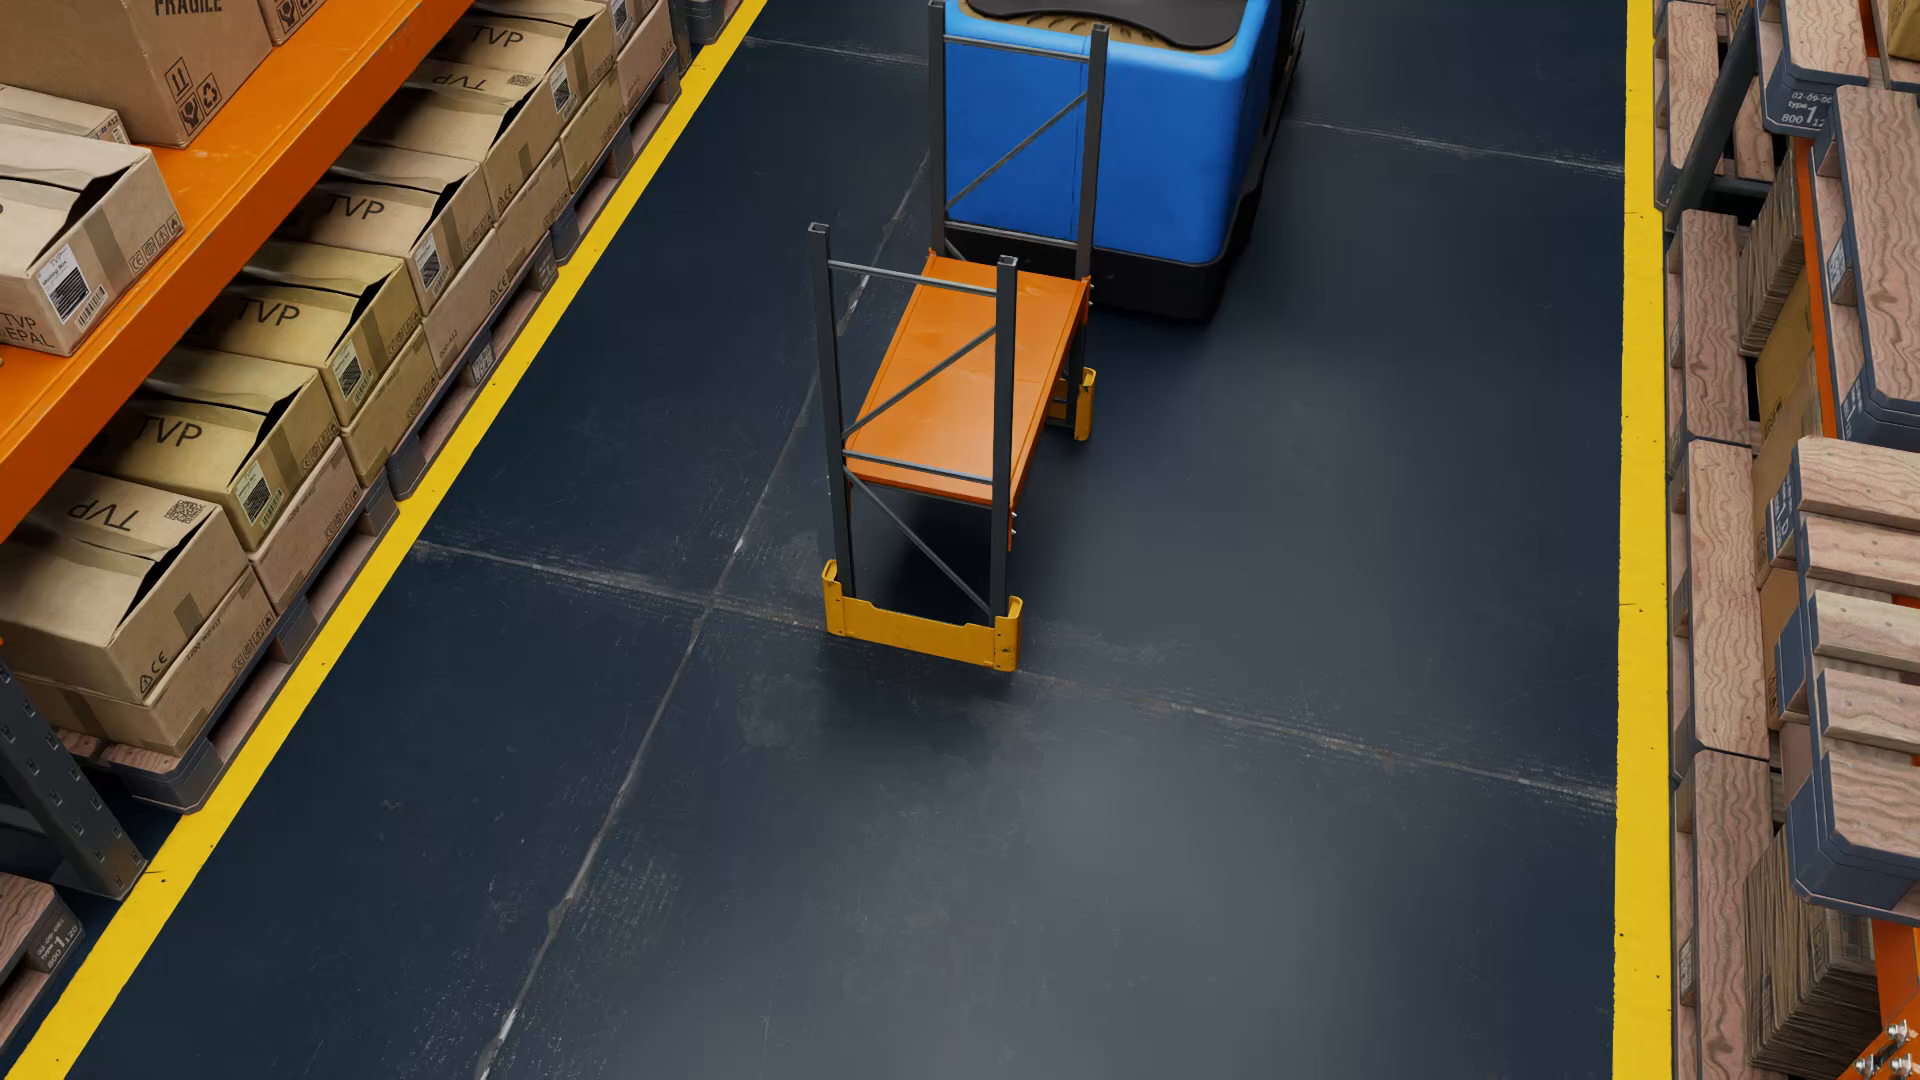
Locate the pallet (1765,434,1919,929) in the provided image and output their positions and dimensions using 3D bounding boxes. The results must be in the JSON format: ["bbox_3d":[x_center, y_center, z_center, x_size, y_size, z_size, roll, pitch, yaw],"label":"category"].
[{"bbox_3d":[2.184,0.327,3.088,1.213,0.211,1.003,12,50,10],"label":"pallet"}]

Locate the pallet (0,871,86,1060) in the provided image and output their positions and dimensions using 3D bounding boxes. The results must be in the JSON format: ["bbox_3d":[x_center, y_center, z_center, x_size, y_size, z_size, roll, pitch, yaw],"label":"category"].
[{"bbox_3d":[-2.914,1.281,3.979,1.003,0.211,1.213,12,50,10],"label":"pallet"}]

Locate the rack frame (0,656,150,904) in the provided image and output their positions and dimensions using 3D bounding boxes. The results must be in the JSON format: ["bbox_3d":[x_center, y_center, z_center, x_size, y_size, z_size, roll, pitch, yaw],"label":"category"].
[{"bbox_3d":[-2.681,-0.174,3.403,1.000,3.000,0.127,12,50,10],"label":"rack frame"}]

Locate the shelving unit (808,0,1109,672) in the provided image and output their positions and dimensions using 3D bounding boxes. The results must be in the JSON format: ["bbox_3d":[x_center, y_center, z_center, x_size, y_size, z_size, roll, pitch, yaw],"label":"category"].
[{"bbox_3d":[0.020,-0.551,4.736,0.587,1.500,1.083,12,50,10],"label":"shelving unit"}]

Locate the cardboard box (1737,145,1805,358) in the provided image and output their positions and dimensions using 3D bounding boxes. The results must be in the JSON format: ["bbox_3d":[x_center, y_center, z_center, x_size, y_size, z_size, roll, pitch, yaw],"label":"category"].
[{"bbox_3d":[2.974,-0.876,5.396,0.700,0.500,0.500,13,50,11],"label":"cardboard box"}]

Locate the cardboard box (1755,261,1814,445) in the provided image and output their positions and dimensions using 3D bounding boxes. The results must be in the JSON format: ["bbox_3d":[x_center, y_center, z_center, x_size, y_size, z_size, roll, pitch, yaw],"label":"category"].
[{"bbox_3d":[2.886,-0.492,5.057,0.700,0.500,0.500,11,49,9],"label":"cardboard box"}]

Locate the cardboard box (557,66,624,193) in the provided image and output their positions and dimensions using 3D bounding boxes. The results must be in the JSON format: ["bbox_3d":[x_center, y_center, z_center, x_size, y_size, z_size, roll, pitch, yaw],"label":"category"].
[{"bbox_3d":[-1.593,-1.574,6.192,0.500,0.250,0.500,11,49,9],"label":"cardboard box"}]

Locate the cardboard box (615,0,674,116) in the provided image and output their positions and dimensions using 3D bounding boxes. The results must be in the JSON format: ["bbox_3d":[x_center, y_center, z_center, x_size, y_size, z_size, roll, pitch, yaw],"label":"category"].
[{"bbox_3d":[-1.458,-1.940,6.515,0.500,0.250,0.500,11,50,10],"label":"cardboard box"}]

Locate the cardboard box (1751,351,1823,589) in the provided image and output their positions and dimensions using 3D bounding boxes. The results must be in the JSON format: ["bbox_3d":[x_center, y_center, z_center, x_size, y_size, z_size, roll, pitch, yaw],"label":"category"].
[{"bbox_3d":[2.713,-0.131,4.739,0.700,0.500,0.500,12,50,10],"label":"cardboard box"}]

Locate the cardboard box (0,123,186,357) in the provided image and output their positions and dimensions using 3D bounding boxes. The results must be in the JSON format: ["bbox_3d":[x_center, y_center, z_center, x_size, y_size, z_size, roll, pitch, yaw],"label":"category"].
[{"bbox_3d":[-2.259,-0.754,3.974,0.500,0.311,0.500,11,49,10],"label":"cardboard box"}]

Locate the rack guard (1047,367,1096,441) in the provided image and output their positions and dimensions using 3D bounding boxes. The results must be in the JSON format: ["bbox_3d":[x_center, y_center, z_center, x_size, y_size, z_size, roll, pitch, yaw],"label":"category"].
[{"bbox_3d":[0.151,-0.498,5.523,0.587,0.250,0.087,12,50,10],"label":"rack guard"}]

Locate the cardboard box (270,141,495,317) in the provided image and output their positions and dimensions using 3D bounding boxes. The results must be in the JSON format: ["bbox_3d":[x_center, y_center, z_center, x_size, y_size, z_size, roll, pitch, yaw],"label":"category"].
[{"bbox_3d":[-1.859,-1.032,5.340,0.500,0.311,0.500,11,49,10],"label":"cardboard box"}]

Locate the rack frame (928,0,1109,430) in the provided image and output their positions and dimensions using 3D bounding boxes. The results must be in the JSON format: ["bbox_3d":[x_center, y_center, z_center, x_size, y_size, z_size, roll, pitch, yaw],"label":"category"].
[{"bbox_3d":[0.156,-0.926,5.067,0.500,1.500,0.032,12,50,10],"label":"rack frame"}]

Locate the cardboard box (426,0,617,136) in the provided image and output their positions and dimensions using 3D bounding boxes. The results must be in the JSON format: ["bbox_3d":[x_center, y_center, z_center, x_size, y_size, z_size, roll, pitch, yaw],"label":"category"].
[{"bbox_3d":[-1.589,-1.755,5.978,0.500,0.311,0.500,13,50,11],"label":"cardboard box"}]

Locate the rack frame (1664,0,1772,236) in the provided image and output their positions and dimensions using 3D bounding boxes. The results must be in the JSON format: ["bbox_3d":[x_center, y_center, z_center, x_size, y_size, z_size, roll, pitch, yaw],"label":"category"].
[{"bbox_3d":[3.152,-2.093,5.096,1.000,3.000,0.127,12,50,10],"label":"rack frame"}]

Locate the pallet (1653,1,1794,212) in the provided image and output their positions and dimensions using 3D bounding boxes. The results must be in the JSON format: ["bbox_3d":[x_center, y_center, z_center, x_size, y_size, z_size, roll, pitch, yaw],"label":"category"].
[{"bbox_3d":[3.294,-1.663,6.577,1.003,0.211,1.213,12,50,10],"label":"pallet"}]

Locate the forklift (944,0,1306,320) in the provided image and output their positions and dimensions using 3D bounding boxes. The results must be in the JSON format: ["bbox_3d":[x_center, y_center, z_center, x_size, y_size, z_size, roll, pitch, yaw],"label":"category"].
[{"bbox_3d":[0.810,-2.875,5.833,1.130,2.935,3.031,13,50,11],"label":"forklift"}]

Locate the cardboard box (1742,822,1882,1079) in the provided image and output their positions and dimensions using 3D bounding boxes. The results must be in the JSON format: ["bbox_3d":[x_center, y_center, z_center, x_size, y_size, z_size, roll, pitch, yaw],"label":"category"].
[{"bbox_3d":[2.238,0.951,3.784,0.700,0.500,0.500,12,50,11],"label":"cardboard box"}]

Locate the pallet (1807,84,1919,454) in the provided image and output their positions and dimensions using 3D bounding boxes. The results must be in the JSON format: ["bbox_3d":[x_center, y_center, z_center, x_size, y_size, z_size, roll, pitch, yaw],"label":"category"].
[{"bbox_3d":[2.580,-0.576,3.886,1.003,0.211,1.213,12,50,10],"label":"pallet"}]

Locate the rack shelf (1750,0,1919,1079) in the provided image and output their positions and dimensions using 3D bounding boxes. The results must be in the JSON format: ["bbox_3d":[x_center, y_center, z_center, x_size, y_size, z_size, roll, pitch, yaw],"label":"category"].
[{"bbox_3d":[2.625,-0.408,4.089,1.077,0.370,4.000,12,50,10],"label":"rack shelf"}]

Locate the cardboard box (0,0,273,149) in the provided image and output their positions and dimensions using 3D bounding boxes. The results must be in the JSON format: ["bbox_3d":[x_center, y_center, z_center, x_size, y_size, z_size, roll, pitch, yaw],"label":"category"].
[{"bbox_3d":[-2.255,-1.424,4.440,0.500,0.500,0.500,9,49,8],"label":"cardboard box"}]

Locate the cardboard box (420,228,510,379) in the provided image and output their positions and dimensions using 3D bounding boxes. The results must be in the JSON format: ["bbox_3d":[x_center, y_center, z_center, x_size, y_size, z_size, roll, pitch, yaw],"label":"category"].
[{"bbox_3d":[-1.862,-0.836,5.541,0.500,0.250,0.500,12,50,11],"label":"cardboard box"}]

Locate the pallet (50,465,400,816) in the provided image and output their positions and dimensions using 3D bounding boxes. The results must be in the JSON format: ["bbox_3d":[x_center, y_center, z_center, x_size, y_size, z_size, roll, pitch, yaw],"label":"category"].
[{"bbox_3d":[-2.427,0.161,4.967,1.003,0.211,1.213,12,50,10],"label":"pallet"}]

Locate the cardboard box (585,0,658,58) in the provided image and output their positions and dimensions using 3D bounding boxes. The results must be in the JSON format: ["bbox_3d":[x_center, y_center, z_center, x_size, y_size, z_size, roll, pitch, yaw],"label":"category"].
[{"bbox_3d":[-1.458,-2.133,6.312,0.500,0.311,0.500,12,50,10],"label":"cardboard box"}]

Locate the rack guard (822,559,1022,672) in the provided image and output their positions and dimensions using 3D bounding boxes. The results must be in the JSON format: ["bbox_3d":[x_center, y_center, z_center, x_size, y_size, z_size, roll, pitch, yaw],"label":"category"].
[{"bbox_3d":[-0.111,0.222,4.887,0.587,0.250,0.087,12,50,10],"label":"rack guard"}]

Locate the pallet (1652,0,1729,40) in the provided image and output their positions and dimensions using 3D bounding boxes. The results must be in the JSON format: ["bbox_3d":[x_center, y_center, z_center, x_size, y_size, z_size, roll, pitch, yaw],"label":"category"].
[{"bbox_3d":[3.614,-2.548,7.358,1.003,0.211,1.213,12,50,10],"label":"pallet"}]

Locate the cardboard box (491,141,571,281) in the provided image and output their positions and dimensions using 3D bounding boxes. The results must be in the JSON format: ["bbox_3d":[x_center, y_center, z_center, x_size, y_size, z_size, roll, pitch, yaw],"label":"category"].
[{"bbox_3d":[-1.727,-1.204,5.866,0.500,0.250,0.500,13,50,11],"label":"cardboard box"}]

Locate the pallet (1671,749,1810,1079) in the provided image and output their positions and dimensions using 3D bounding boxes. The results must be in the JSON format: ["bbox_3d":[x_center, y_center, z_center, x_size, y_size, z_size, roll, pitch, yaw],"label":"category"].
[{"bbox_3d":[2.306,1.158,4.087,1.003,0.211,1.213,12,50,10],"label":"pallet"}]

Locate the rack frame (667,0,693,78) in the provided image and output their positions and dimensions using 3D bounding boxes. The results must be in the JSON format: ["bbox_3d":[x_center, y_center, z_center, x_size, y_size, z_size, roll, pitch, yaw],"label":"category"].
[{"bbox_3d":[-1.628,-3.068,5.957,1.000,3.000,0.127,12,50,10],"label":"rack frame"}]

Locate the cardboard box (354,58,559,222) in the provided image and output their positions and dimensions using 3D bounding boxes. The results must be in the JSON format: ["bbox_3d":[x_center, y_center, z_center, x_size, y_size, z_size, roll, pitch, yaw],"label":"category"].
[{"bbox_3d":[-1.723,-1.395,5.660,0.500,0.311,0.500,11,50,10],"label":"cardboard box"}]

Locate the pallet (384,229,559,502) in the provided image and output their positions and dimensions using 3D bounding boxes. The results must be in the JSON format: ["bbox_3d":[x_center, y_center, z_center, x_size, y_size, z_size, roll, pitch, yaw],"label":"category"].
[{"bbox_3d":[-2.104,-0.719,5.744,1.003,0.211,1.213,12,50,10],"label":"pallet"}]

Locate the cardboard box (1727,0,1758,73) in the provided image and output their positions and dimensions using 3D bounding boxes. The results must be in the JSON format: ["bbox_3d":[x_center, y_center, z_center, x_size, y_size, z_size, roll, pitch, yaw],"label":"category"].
[{"bbox_3d":[3.386,-2.170,6.538,0.500,0.500,0.500,8,49,7],"label":"cardboard box"}]

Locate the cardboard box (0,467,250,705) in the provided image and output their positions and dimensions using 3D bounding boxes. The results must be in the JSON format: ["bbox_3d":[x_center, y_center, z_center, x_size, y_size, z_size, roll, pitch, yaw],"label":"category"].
[{"bbox_3d":[-2.260,0.090,4.350,0.500,0.311,0.500,13,50,11],"label":"cardboard box"}]

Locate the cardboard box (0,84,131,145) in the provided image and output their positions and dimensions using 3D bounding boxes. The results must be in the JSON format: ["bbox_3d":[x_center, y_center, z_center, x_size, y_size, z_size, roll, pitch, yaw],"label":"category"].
[{"bbox_3d":[-2.400,-1.025,4.321,0.380,0.149,0.250,15,50,13],"label":"cardboard box"}]

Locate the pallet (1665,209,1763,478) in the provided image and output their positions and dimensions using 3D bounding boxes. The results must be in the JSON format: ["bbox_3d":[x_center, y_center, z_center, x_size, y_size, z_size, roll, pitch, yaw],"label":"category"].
[{"bbox_3d":[2.948,-0.607,5.645,1.003,0.211,1.213,12,50,10],"label":"pallet"}]

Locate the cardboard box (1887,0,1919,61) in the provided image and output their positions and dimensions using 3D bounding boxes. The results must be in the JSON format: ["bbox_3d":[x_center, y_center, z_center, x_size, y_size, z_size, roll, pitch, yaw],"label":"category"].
[{"bbox_3d":[2.831,-1.507,4.219,0.700,0.500,0.500,16,51,14],"label":"cardboard box"}]

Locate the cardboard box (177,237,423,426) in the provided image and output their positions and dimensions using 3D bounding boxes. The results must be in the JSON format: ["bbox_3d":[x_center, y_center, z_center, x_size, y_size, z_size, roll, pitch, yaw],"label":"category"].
[{"bbox_3d":[-1.993,-0.660,5.012,0.500,0.311,0.500,10,49,9],"label":"cardboard box"}]

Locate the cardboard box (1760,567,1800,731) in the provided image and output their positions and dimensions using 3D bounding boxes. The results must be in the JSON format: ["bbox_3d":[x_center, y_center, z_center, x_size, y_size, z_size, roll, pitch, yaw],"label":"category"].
[{"bbox_3d":[2.589,0.236,4.415,0.700,0.500,0.500,11,50,10],"label":"cardboard box"}]

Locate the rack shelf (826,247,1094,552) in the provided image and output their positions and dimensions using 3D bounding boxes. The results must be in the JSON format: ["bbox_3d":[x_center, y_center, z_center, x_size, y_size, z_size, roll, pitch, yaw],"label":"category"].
[{"bbox_3d":[0.022,-0.439,4.877,0.538,0.185,1.000,12,50,10],"label":"rack shelf"}]

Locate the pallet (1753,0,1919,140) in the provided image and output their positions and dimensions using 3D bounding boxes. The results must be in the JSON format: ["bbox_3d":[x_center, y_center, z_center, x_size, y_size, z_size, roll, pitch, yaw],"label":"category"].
[{"bbox_3d":[2.810,-1.505,4.706,1.003,0.211,1.213,12,50,10],"label":"pallet"}]

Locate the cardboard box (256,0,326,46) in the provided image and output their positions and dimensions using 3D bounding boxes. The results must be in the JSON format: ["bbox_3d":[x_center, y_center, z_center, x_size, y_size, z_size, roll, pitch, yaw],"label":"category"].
[{"bbox_3d":[-2.117,-1.805,4.776,0.500,0.500,0.500,12,50,10],"label":"cardboard box"}]

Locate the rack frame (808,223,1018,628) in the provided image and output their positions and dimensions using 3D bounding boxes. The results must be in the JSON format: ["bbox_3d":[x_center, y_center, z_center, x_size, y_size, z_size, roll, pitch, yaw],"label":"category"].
[{"bbox_3d":[-0.111,-0.190,4.418,0.500,1.500,0.032,12,50,10],"label":"rack frame"}]

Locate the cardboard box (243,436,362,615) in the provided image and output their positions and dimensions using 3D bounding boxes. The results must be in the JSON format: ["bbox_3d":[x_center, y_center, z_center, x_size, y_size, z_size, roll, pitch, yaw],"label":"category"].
[{"bbox_3d":[-2.128,-0.088,4.881,0.500,0.250,0.500,10,49,9],"label":"cardboard box"}]

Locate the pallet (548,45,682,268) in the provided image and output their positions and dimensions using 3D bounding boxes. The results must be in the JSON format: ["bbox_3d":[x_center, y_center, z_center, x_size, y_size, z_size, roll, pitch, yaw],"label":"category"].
[{"bbox_3d":[-1.785,-1.604,6.525,1.003,0.211,1.213,12,50,10],"label":"pallet"}]

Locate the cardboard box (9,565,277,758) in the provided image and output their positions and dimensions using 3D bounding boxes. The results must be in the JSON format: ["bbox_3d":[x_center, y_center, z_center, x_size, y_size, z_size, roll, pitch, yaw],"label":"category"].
[{"bbox_3d":[-2.260,0.276,4.560,0.500,0.250,0.500,11,50,10],"label":"cardboard box"}]

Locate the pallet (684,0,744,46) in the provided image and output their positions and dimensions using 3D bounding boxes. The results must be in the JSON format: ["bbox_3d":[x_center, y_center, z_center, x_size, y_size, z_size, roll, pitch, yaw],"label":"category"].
[{"bbox_3d":[-1.379,-2.712,7.503,1.003,0.211,1.213,12,50,10],"label":"pallet"}]

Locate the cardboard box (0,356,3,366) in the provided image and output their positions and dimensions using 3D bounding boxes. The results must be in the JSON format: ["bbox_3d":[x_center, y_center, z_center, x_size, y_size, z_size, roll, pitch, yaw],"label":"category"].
[{"bbox_3d":[-2.543,-0.399,3.661,0.500,0.311,0.500,14,50,12],"label":"cardboard box"}]

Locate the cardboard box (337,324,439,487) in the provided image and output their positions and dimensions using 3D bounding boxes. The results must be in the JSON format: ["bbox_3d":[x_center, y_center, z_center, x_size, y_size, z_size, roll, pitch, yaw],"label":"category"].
[{"bbox_3d":[-1.997,-0.465,5.214,0.500,0.250,0.500,10,49,9],"label":"cardboard box"}]

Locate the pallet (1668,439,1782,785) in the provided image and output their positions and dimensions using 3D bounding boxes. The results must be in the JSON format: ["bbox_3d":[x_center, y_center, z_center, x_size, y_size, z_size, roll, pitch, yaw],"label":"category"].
[{"bbox_3d":[2.629,0.279,4.863,1.003,0.211,1.213,12,50,10],"label":"pallet"}]

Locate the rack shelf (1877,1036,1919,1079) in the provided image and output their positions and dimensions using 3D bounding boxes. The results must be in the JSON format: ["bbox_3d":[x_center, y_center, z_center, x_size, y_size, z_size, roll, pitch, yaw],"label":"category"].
[{"bbox_3d":[1.573,2.485,1.536,1.077,0.370,4.000,12,50,10],"label":"rack shelf"}]

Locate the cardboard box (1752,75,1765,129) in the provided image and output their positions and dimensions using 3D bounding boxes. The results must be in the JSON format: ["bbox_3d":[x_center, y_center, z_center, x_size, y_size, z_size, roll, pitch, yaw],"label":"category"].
[{"bbox_3d":[3.264,-1.694,6.340,0.380,0.166,0.250,6,49,5],"label":"cardboard box"}]

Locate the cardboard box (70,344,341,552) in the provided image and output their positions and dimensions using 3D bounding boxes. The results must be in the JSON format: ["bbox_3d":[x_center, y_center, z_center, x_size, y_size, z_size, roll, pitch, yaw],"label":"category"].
[{"bbox_3d":[-2.130,-0.292,4.686,0.500,0.311,0.500,10,49,9],"label":"cardboard box"}]

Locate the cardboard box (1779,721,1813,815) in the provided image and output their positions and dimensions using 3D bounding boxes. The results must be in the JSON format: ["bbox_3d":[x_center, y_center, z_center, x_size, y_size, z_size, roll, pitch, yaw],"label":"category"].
[{"bbox_3d":[2.486,0.601,4.092,0.700,0.500,0.500,11,50,10],"label":"cardboard box"}]
